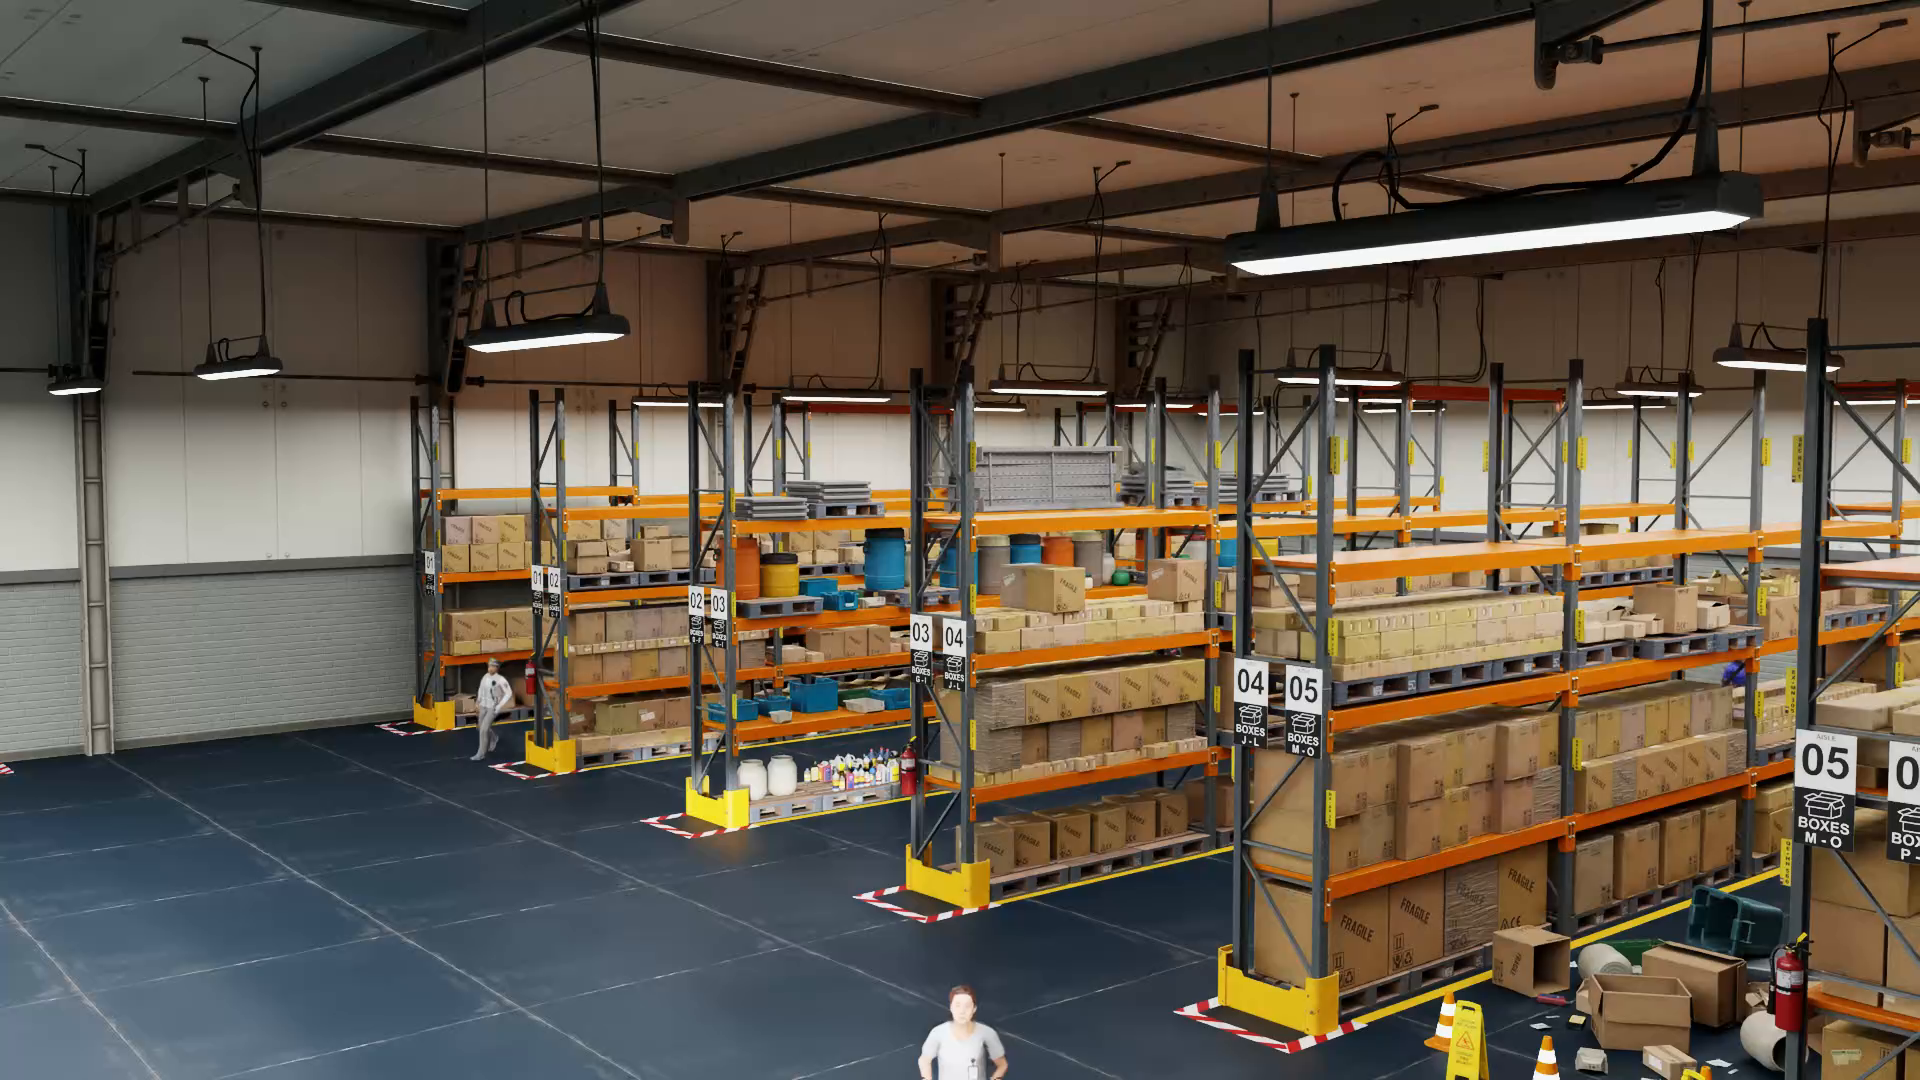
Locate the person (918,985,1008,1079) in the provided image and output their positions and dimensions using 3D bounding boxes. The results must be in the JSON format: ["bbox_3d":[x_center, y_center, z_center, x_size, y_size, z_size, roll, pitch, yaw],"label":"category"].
[{"bbox_3d":[0.015,3.702,10.839,0.591,1.639,0.676,0,3,4],"label":"person"}]

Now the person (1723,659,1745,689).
[{"bbox_3d":[13.538,2.688,28.924,0.593,1.591,0.615,-1,4,-20],"label":"person"}]

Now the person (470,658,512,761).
[{"bbox_3d":[-7.606,2.735,27.132,0.657,1.656,0.733,2,4,24],"label":"person"}]
